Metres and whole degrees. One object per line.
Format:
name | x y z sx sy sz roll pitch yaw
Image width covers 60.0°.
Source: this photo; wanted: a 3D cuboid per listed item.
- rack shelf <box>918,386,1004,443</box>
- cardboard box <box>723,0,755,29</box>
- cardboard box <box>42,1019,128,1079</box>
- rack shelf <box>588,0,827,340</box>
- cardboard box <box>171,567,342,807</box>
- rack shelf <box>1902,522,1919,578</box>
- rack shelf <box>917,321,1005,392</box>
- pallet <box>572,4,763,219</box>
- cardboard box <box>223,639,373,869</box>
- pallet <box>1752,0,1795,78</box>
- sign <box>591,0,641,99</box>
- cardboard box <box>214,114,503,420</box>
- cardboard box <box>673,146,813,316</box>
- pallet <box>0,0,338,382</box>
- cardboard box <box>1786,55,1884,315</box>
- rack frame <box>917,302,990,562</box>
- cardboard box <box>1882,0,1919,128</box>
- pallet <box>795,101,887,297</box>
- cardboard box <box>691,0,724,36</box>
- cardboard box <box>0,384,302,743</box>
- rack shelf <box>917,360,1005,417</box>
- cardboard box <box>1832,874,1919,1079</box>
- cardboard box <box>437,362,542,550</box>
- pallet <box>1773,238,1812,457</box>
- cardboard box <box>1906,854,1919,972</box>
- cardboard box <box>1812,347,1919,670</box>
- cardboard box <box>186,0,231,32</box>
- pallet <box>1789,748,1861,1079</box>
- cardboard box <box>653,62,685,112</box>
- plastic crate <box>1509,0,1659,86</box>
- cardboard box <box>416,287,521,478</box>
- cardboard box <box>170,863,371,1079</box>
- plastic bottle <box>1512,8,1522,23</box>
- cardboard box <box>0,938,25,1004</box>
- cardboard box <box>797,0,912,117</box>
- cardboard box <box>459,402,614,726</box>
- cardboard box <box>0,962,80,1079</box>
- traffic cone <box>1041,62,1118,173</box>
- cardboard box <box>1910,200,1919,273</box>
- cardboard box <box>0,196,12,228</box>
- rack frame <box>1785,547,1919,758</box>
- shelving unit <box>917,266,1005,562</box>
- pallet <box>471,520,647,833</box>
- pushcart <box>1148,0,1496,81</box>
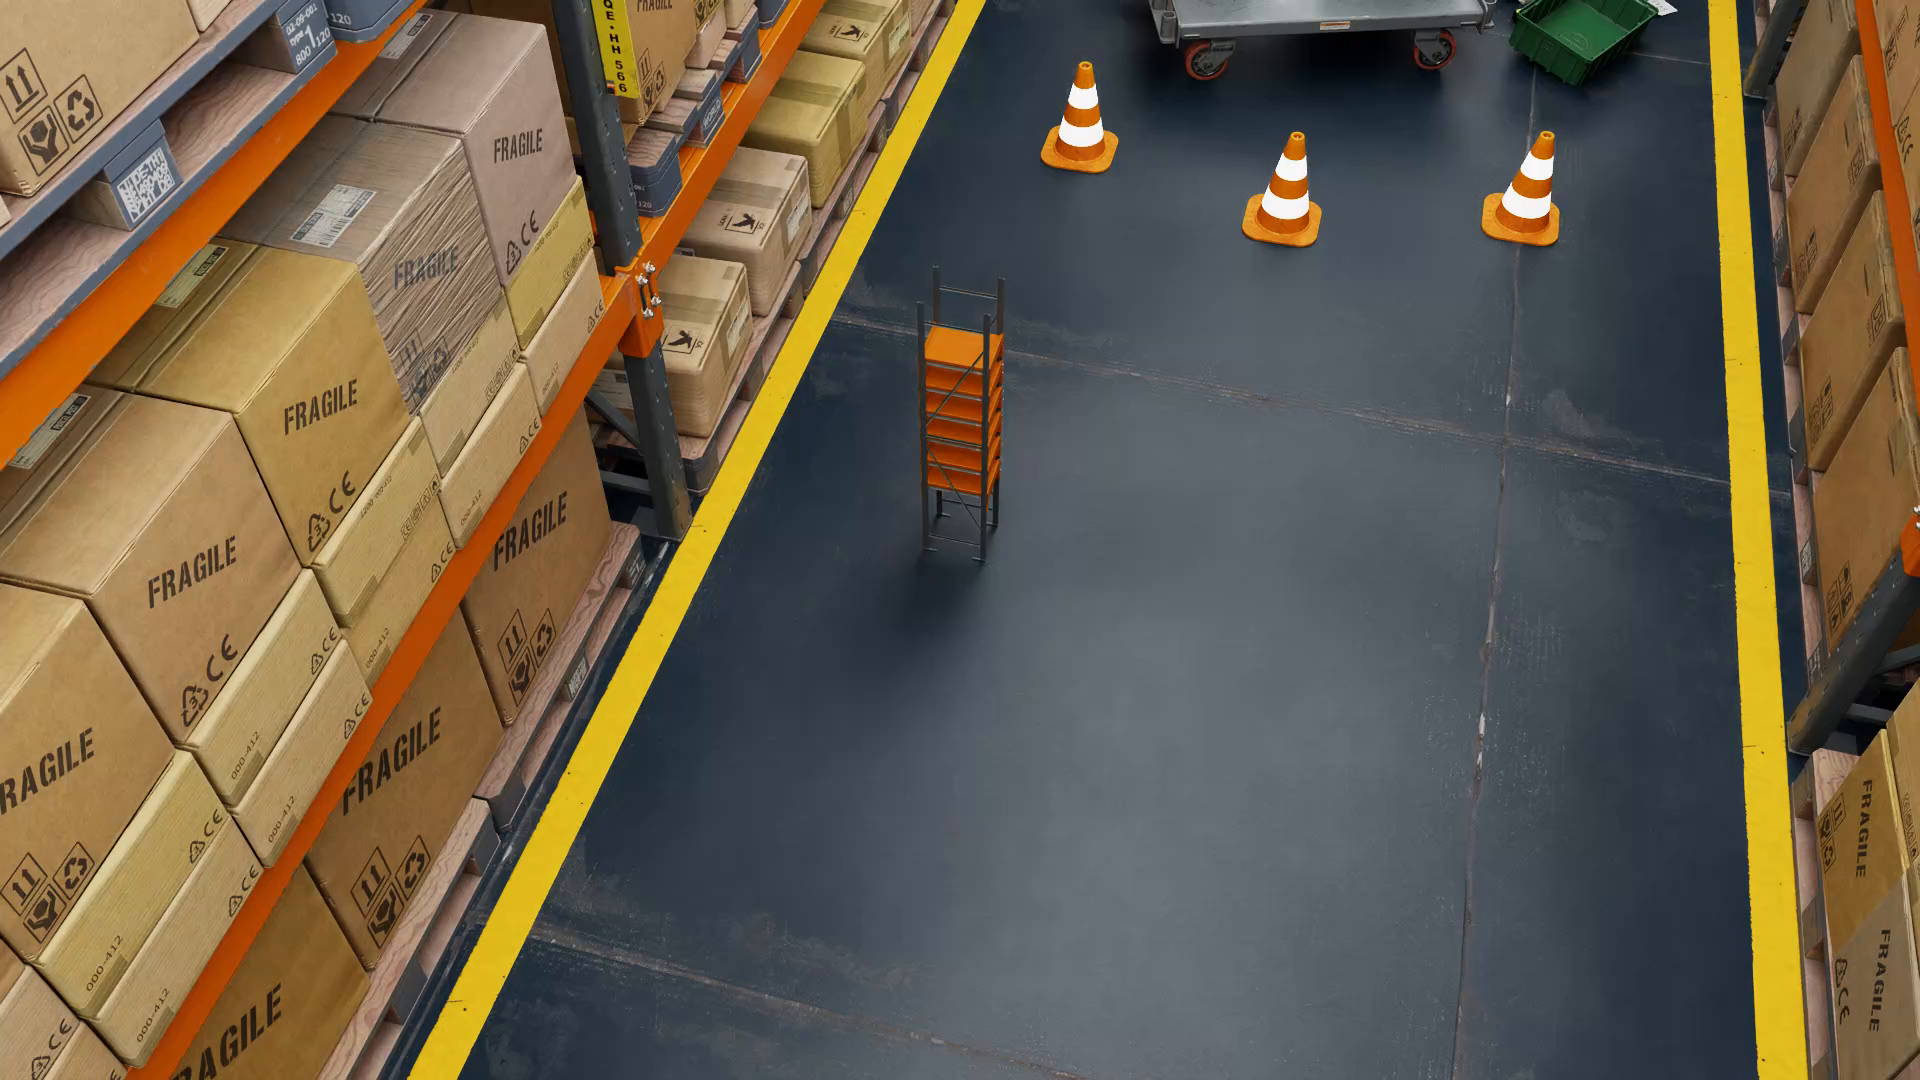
rack shelf | 0.004 -0.457 5.753 0.258 0.103 0.180 12 50 10
cardboard box | -0.930 -1.957 5.864 0.380 0.149 0.250 12 50 10
cardboard box | -2.058 1.181 3.307 0.500 0.250 0.500 10 49 9
rack shelf | -0.984 -2.330 6.785 1.077 0.370 4.000 12 50 10
cardboard box | -1.775 0.285 3.764 0.500 0.250 0.500 10 49 9
rack shelf | 2.765 1.467 3.434 1.077 0.370 4.000 12 50 10
rack shelf | 0.004 -0.616 5.573 0.258 0.103 0.180 12 50 10
pallet | -1.425 -1.594 5.784 1.213 0.211 1.003 12 50 10
cardboard box | -1.767 0.454 3.949 0.500 0.250 0.500 11 49 9
pallet | 4.620 -2.723 8.512 1.003 0.211 1.213 12 50 10
sign | -0.974 -1.397 4.710 0.100 0.325 0.005 12 50 10
cardboard box | -1.521 -0.687 4.122 0.500 0.500 0.500 12 50 11
cardboard box | -1.165 -1.333 6.898 0.950 0.372 0.625 11 49 9
pallet | -1.920 -0.766 3.050 1.003 0.211 1.213 14 50 12
cardboard box | 4.010 -1.341 6.654 1.050 0.750 0.750 12 50 10
rack frame | -0.020 -0.341 5.751 0.240 1.200 0.006 12 50 10
cardboard box | 3.546 -1.723 5.703 0.500 0.500 0.500 12 50 11
pallet | -0.980 -1.643 7.559 1.003 0.211 1.213 12 50 10
cardboard box | -1.038 -2.050 5.513 0.500 0.500 0.500 14 50 12
cardboard box | -1.798 0.036 3.484 0.500 0.500 0.500 11 49 9
rack shelf | 0.004 -0.537 5.663 0.258 0.103 0.180 12 50 10
cardboard box | 2.731 1.296 4.492 0.500 0.500 0.500 12 50 10
cardboard box | -1.512 -0.282 4.598 0.500 0.250 0.500 12 50 11
pallet | 3.895 -0.730 6.753 1.003 0.211 1.213 12 50 10
cardboard box | 2.743 1.040 4.218 0.500 0.250 0.500 11 49 10
cardboard box | 3.539 -0.035 5.500 1.050 0.750 0.750 11 49 10
cardboard box | -1.535 -1.143 3.067 0.396 0.266 0.258 10 49 9
pallet | 3.085 1.270 4.988 1.003 0.211 1.213 12 50 10
cardboard box | -1.139 -1.573 5.525 0.380 0.149 0.250 9 49 8
plastic crate | 3.126 -2.583 8.367 0.662 0.188 0.450 -37 68 -28
cardboard box | -1.524 -0.465 4.426 0.500 0.250 0.500 10 49 9
cardboard box | -2.247 1.217 4.312 0.875 0.875 0.875 13 50 11
plastic bottle | 2.961 -2.636 8.536 0.133 0.061 0.283 -11 50 -10
cardboard box | -2.063 0.773 2.833 0.500 0.500 0.500 11 50 10
cardboard box | -0.779 -2.383 7.825 0.950 0.372 0.625 14 50 12
cardboard box | -1.772 -0.074 5.452 0.875 0.875 0.875 11 50 10
cardboard box | -2.065 1.011 3.124 0.500 0.250 0.500 12 50 11
traffic cone | 0.567 -2.002 7.708 0.336 0.463 0.334 12 50 10
cardboard box | 3.284 -0.990 5.056 0.500 0.500 0.500 12 50 10
cardboard box | -1.744 -0.567 2.559 0.396 0.266 0.258 15 50 13
rack frame | 3.292 -0.217 4.441 1.000 3.000 0.127 12 50 10
shelving unit | 0.004 -0.407 5.809 0.258 1.200 0.189 12 50 10
pallet | -1.790 0.357 5.794 1.003 0.211 1.213 12 50 10
pushcart | 1.755 -2.733 8.410 1.648 0.377 0.936 -4 49 -3
